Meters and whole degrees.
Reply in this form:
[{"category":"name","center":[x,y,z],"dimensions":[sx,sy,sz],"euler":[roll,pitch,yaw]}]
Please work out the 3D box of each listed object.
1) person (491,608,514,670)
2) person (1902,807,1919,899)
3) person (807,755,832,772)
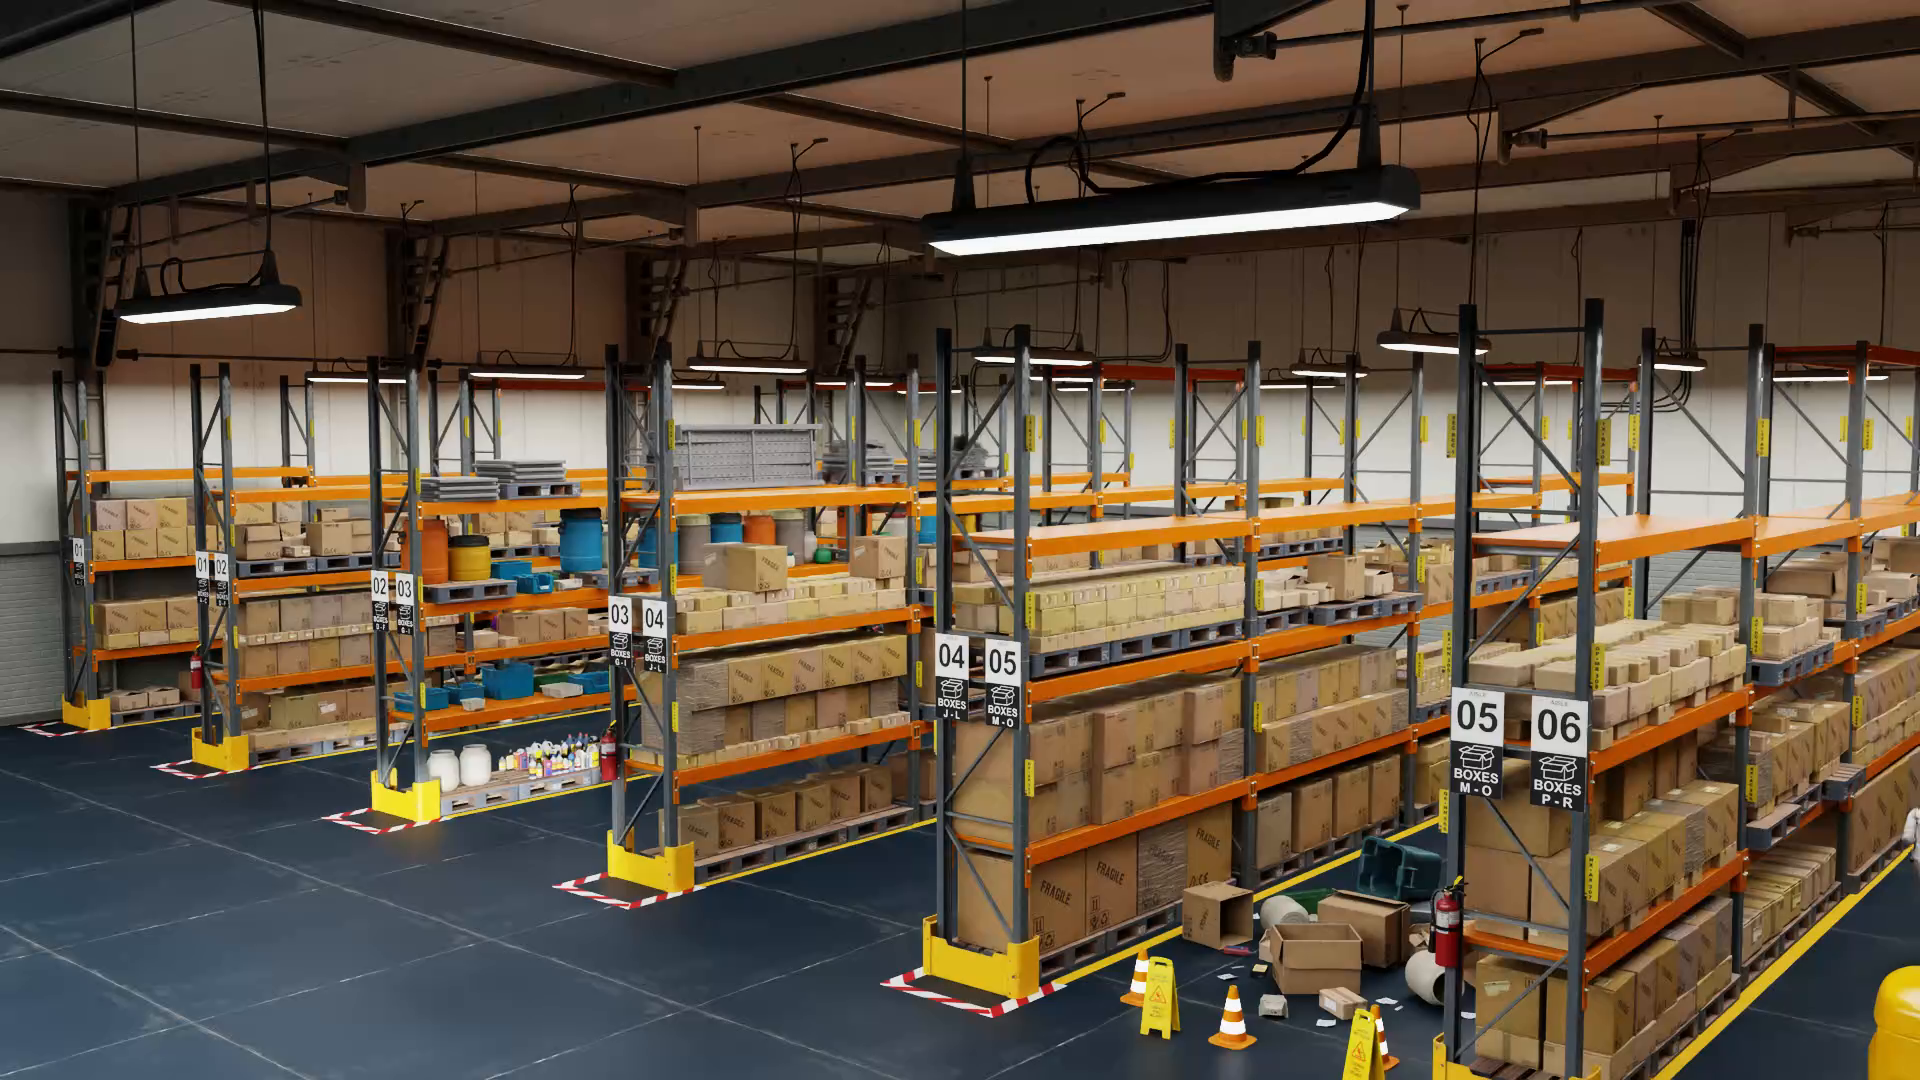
[{"category":"person","center":[-8.672,1.996,32.065],"dimensions":[0.695,1.722,0.851],"euler":[1,4,16]},{"category":"person","center":[9.586,3.189,16.296],"dimensions":[0.602,1.612,0.676],"euler":[2,5,27]},{"category":"person","center":[-1.893,2.724,22.918],"dimensions":[0.439,1.610,0.532],"euler":[-1,4,-18]}]
